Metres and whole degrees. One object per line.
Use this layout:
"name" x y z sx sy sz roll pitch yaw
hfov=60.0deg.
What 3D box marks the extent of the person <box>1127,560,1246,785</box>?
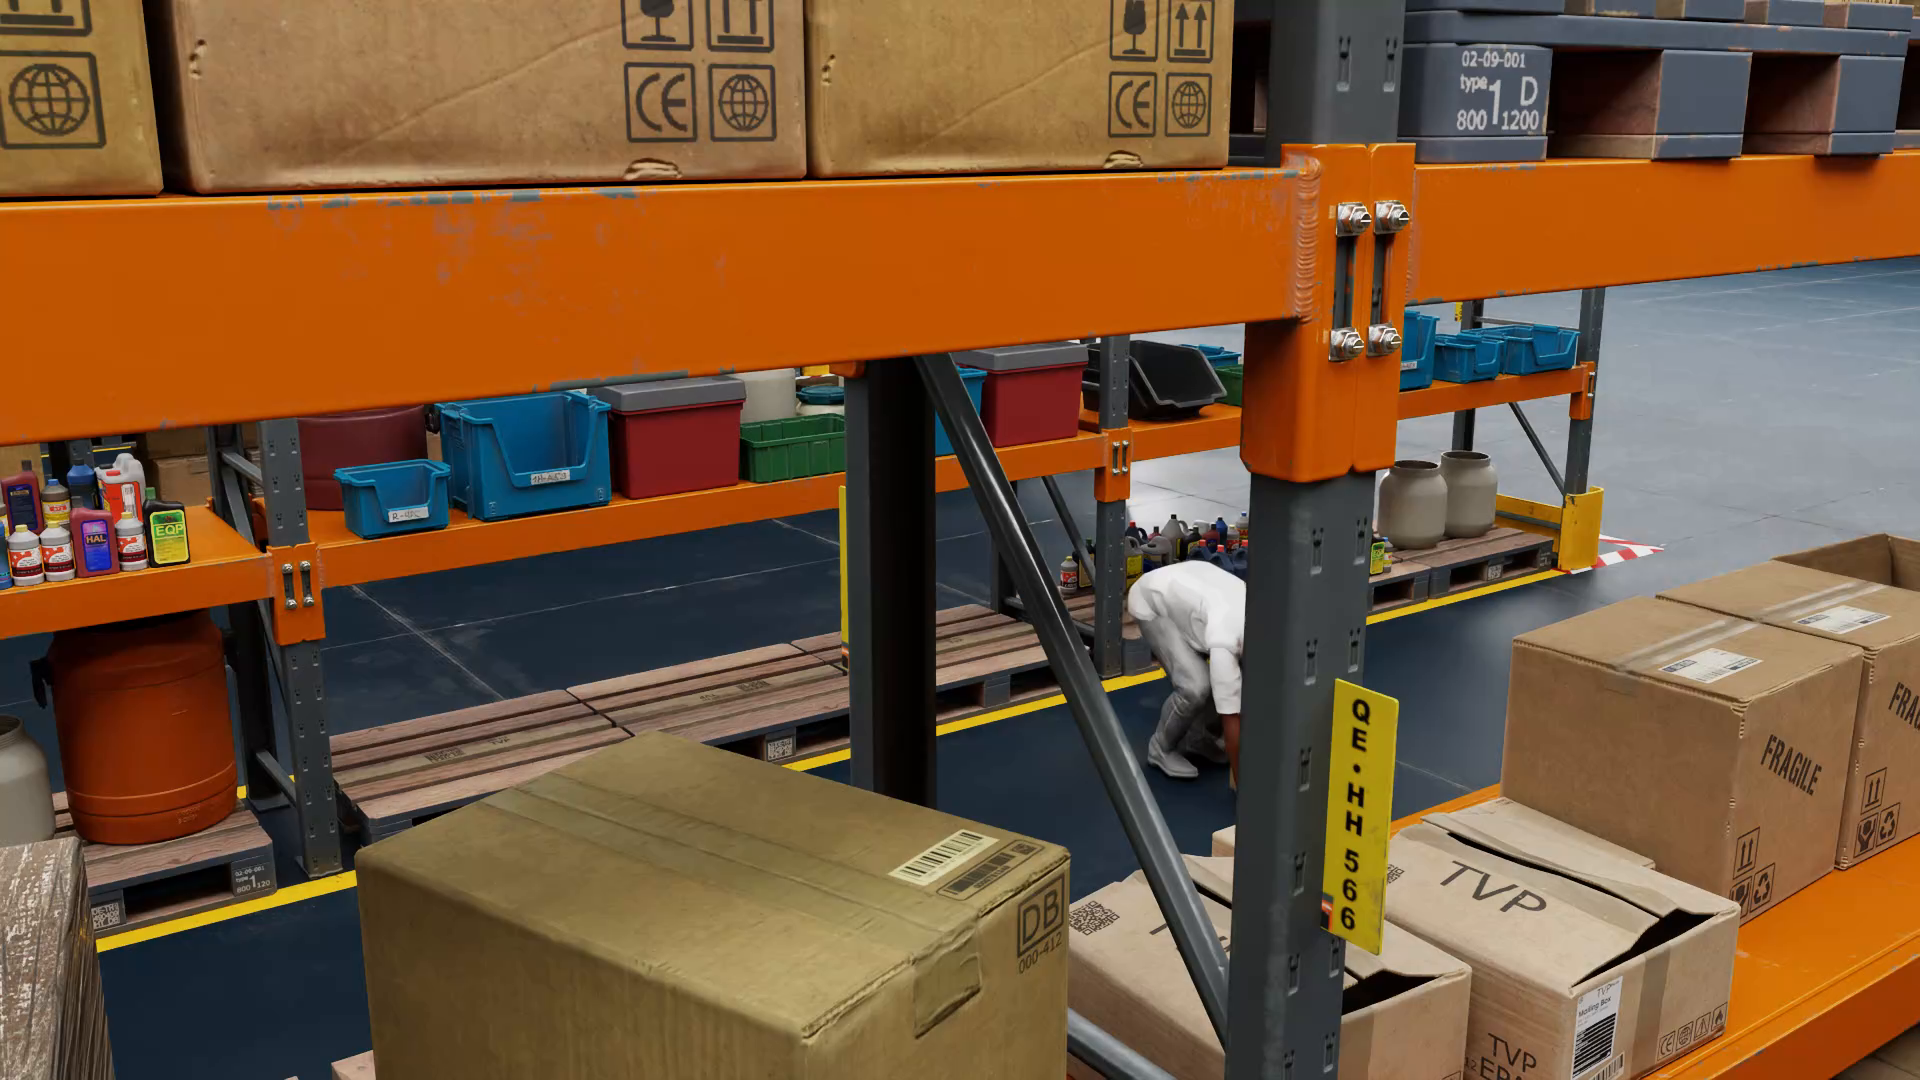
"person" 1.169 0.596 7.295 0.507 0.939 0.974 -11 18 -37
